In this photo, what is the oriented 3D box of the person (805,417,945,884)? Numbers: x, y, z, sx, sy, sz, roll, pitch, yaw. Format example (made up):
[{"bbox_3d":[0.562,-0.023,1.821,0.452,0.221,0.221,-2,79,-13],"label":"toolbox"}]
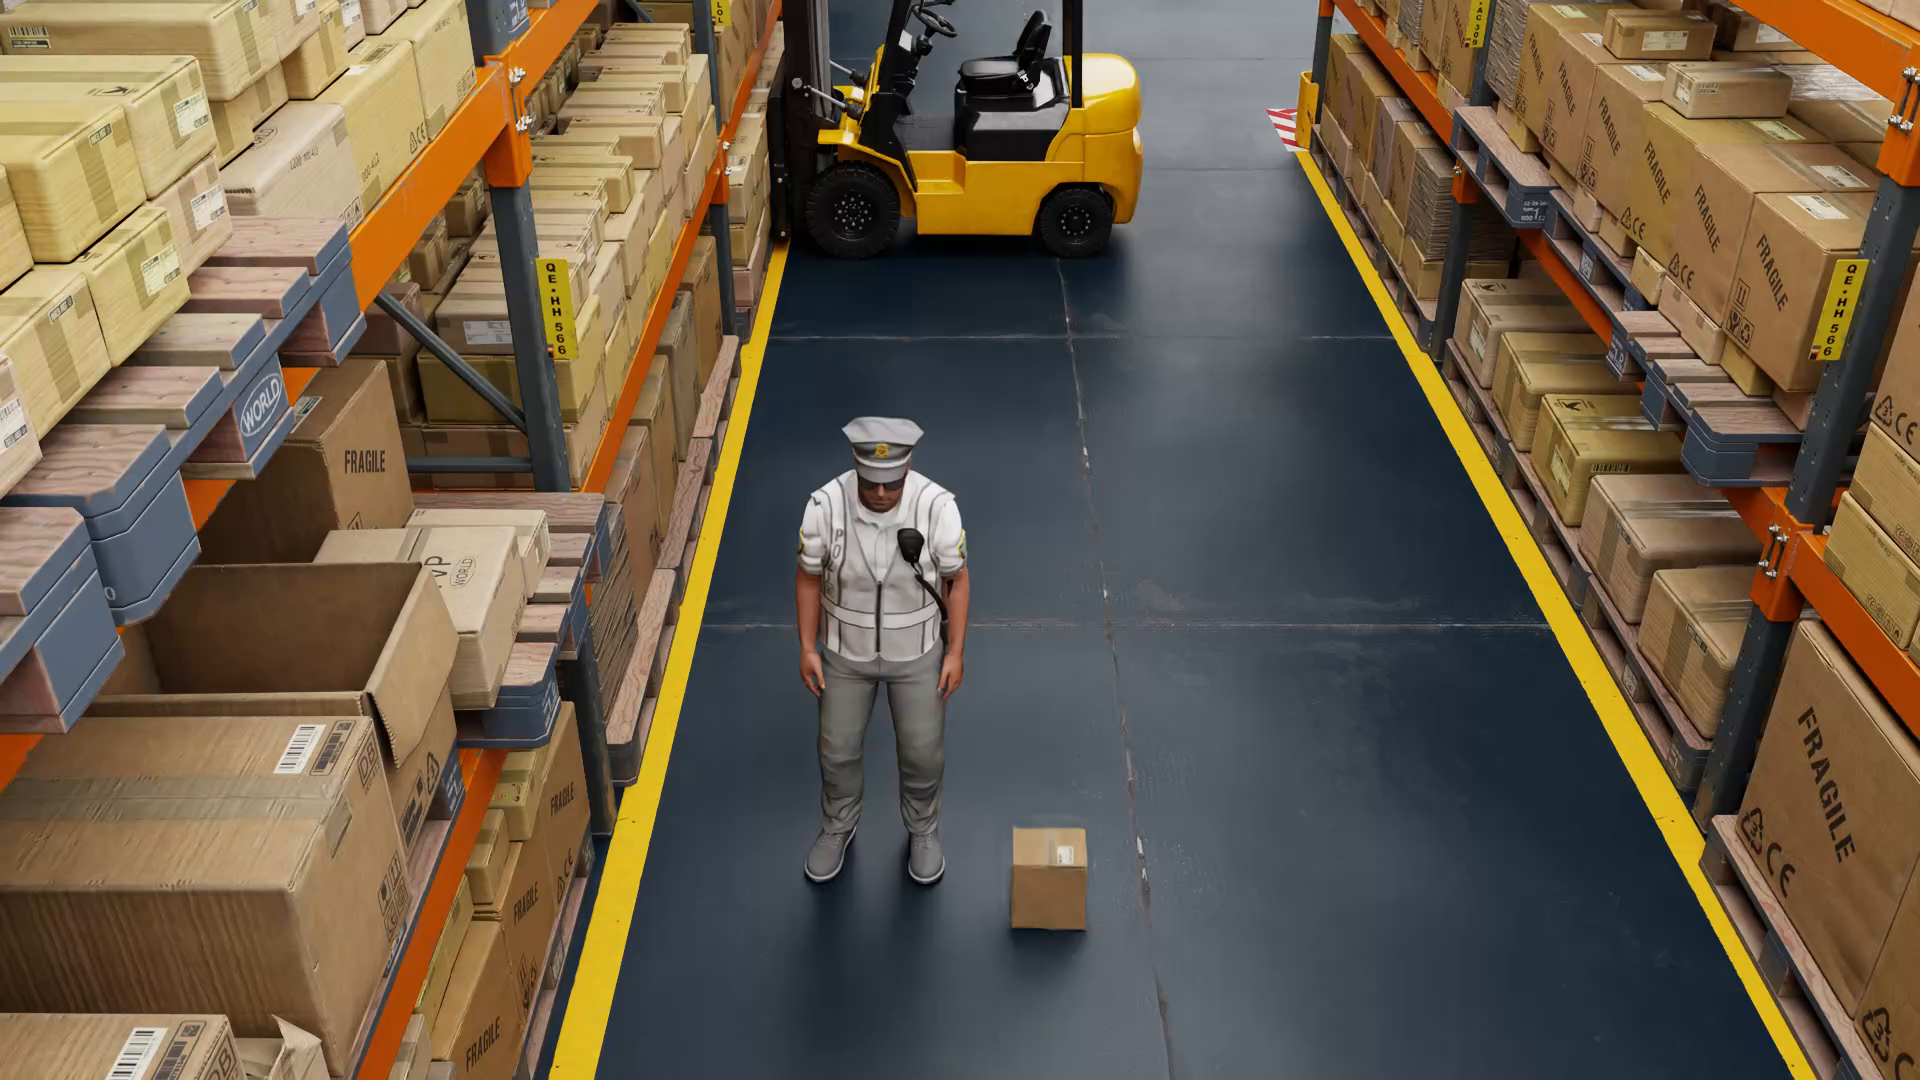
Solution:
[{"bbox_3d":[-0.299,0.380,5.501,0.495,1.748,0.329,1,31,2],"label":"person"}]
